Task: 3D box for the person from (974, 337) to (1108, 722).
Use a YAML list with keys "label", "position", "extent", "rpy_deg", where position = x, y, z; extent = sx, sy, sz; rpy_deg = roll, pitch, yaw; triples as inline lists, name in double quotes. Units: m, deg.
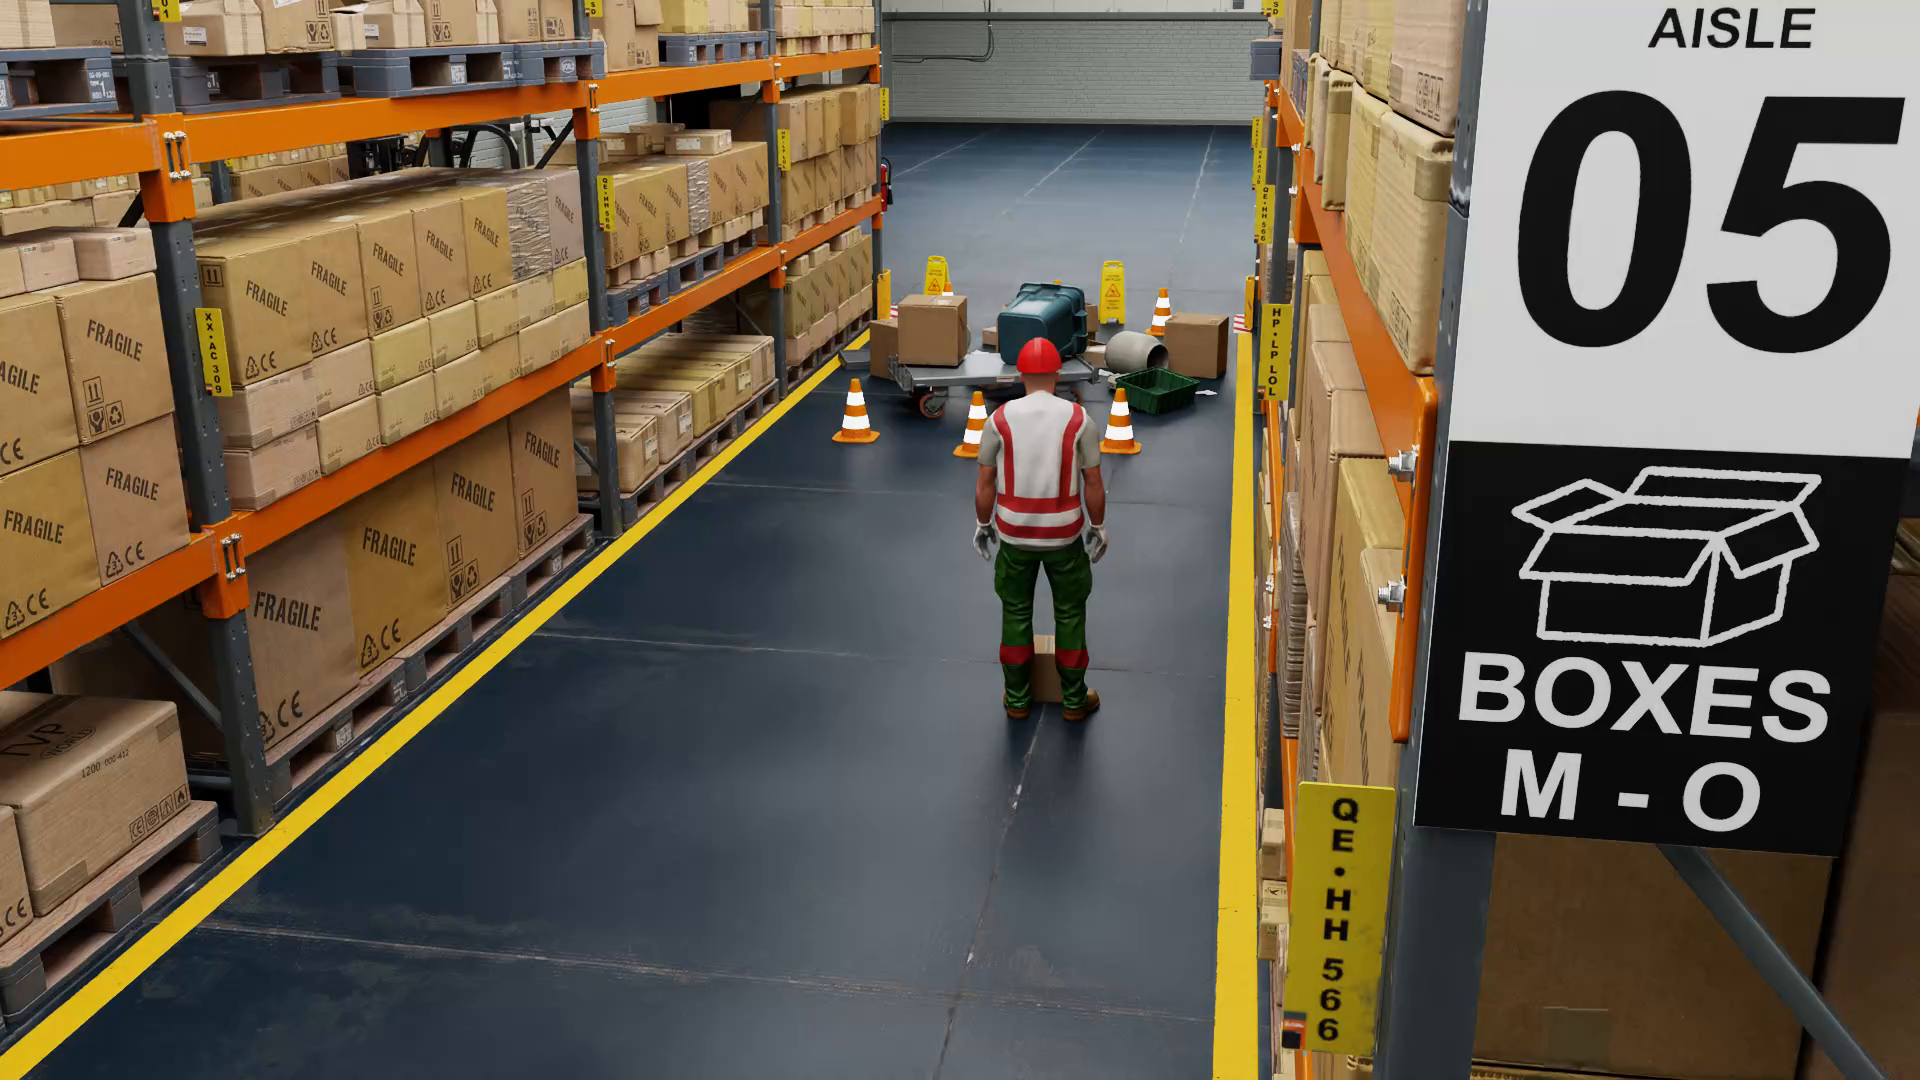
- label: "person"
  position: [0.370, -0.037, 7.641]
  extent: [0.622, 1.781, 0.445]
  rpy_deg: [2, 18, 7]
